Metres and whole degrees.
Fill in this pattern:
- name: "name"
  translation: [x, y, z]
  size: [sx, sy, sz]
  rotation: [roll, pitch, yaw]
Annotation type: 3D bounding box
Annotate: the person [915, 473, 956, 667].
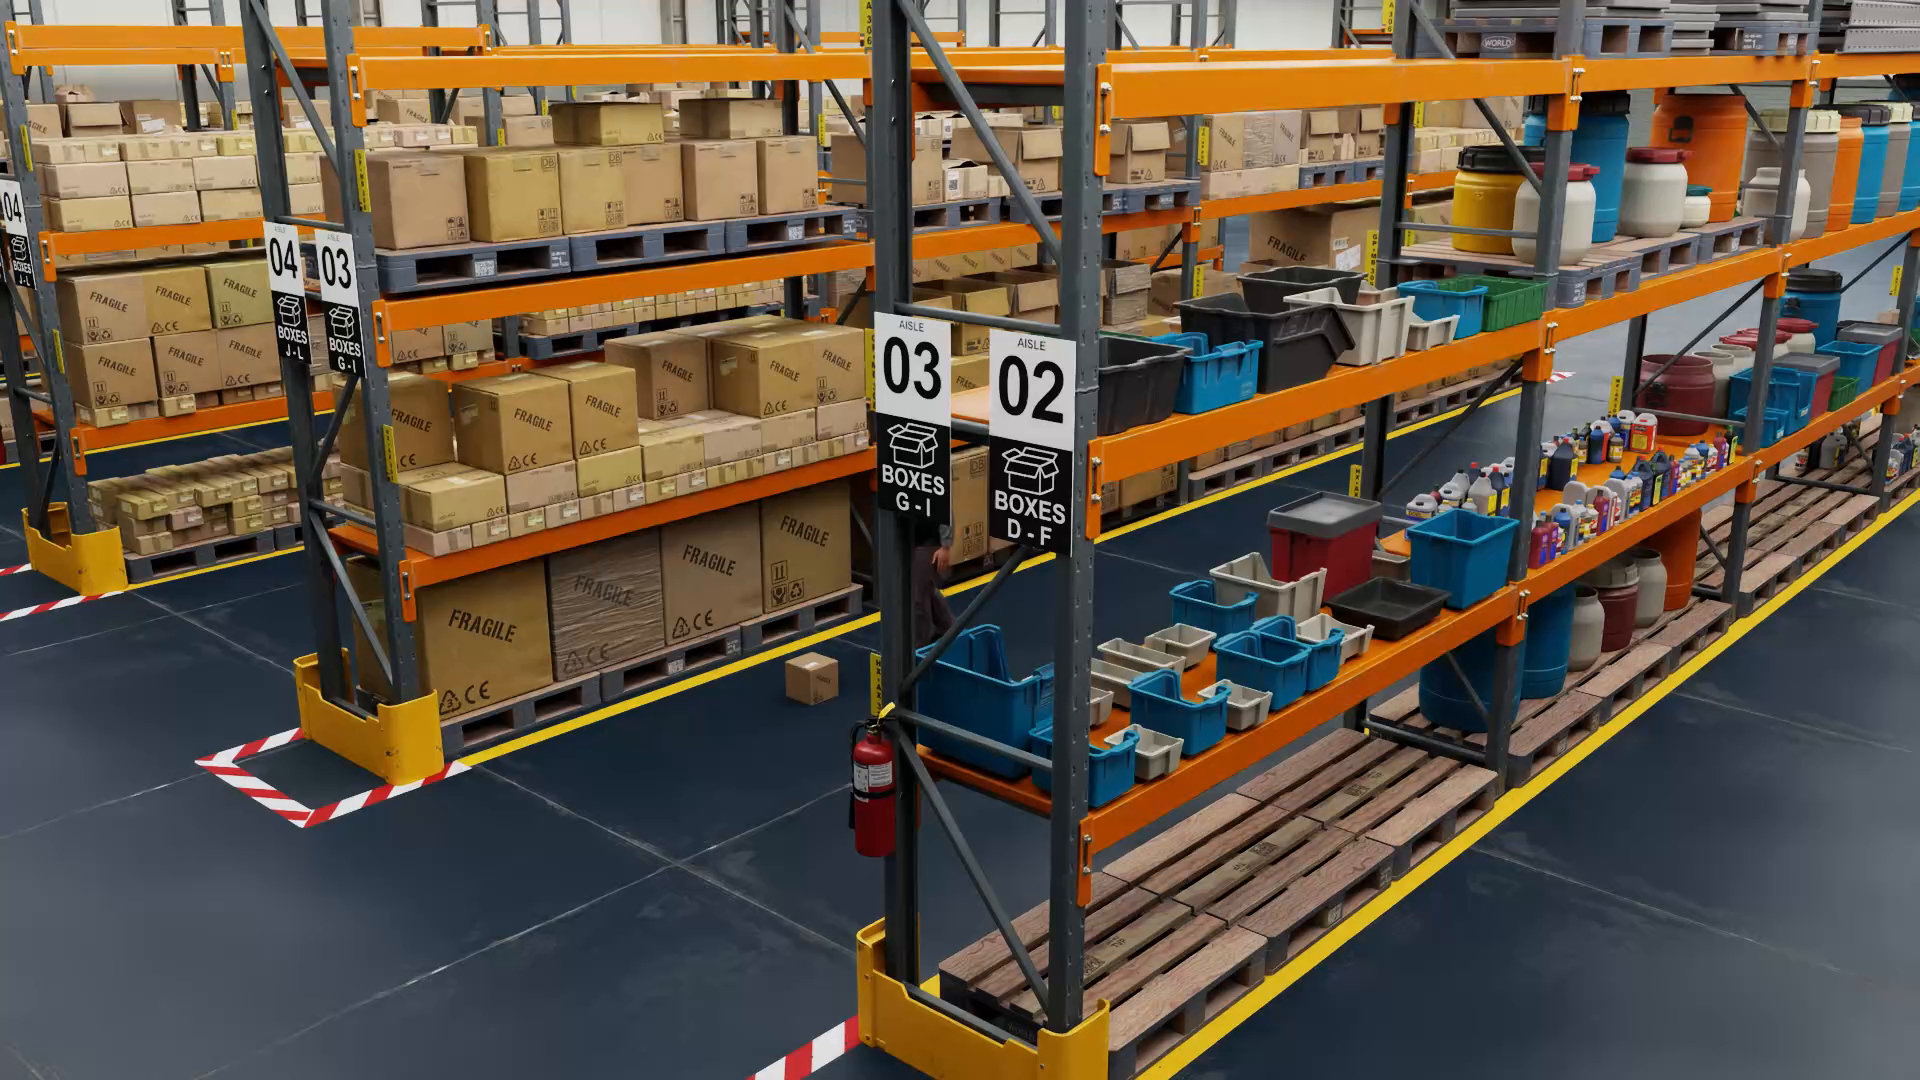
- name: "person"
  translation: [-0.245, 0.023, 11.498]
  size: [0.645, 1.723, 0.566]
  rotation: [-10, 19, -30]
